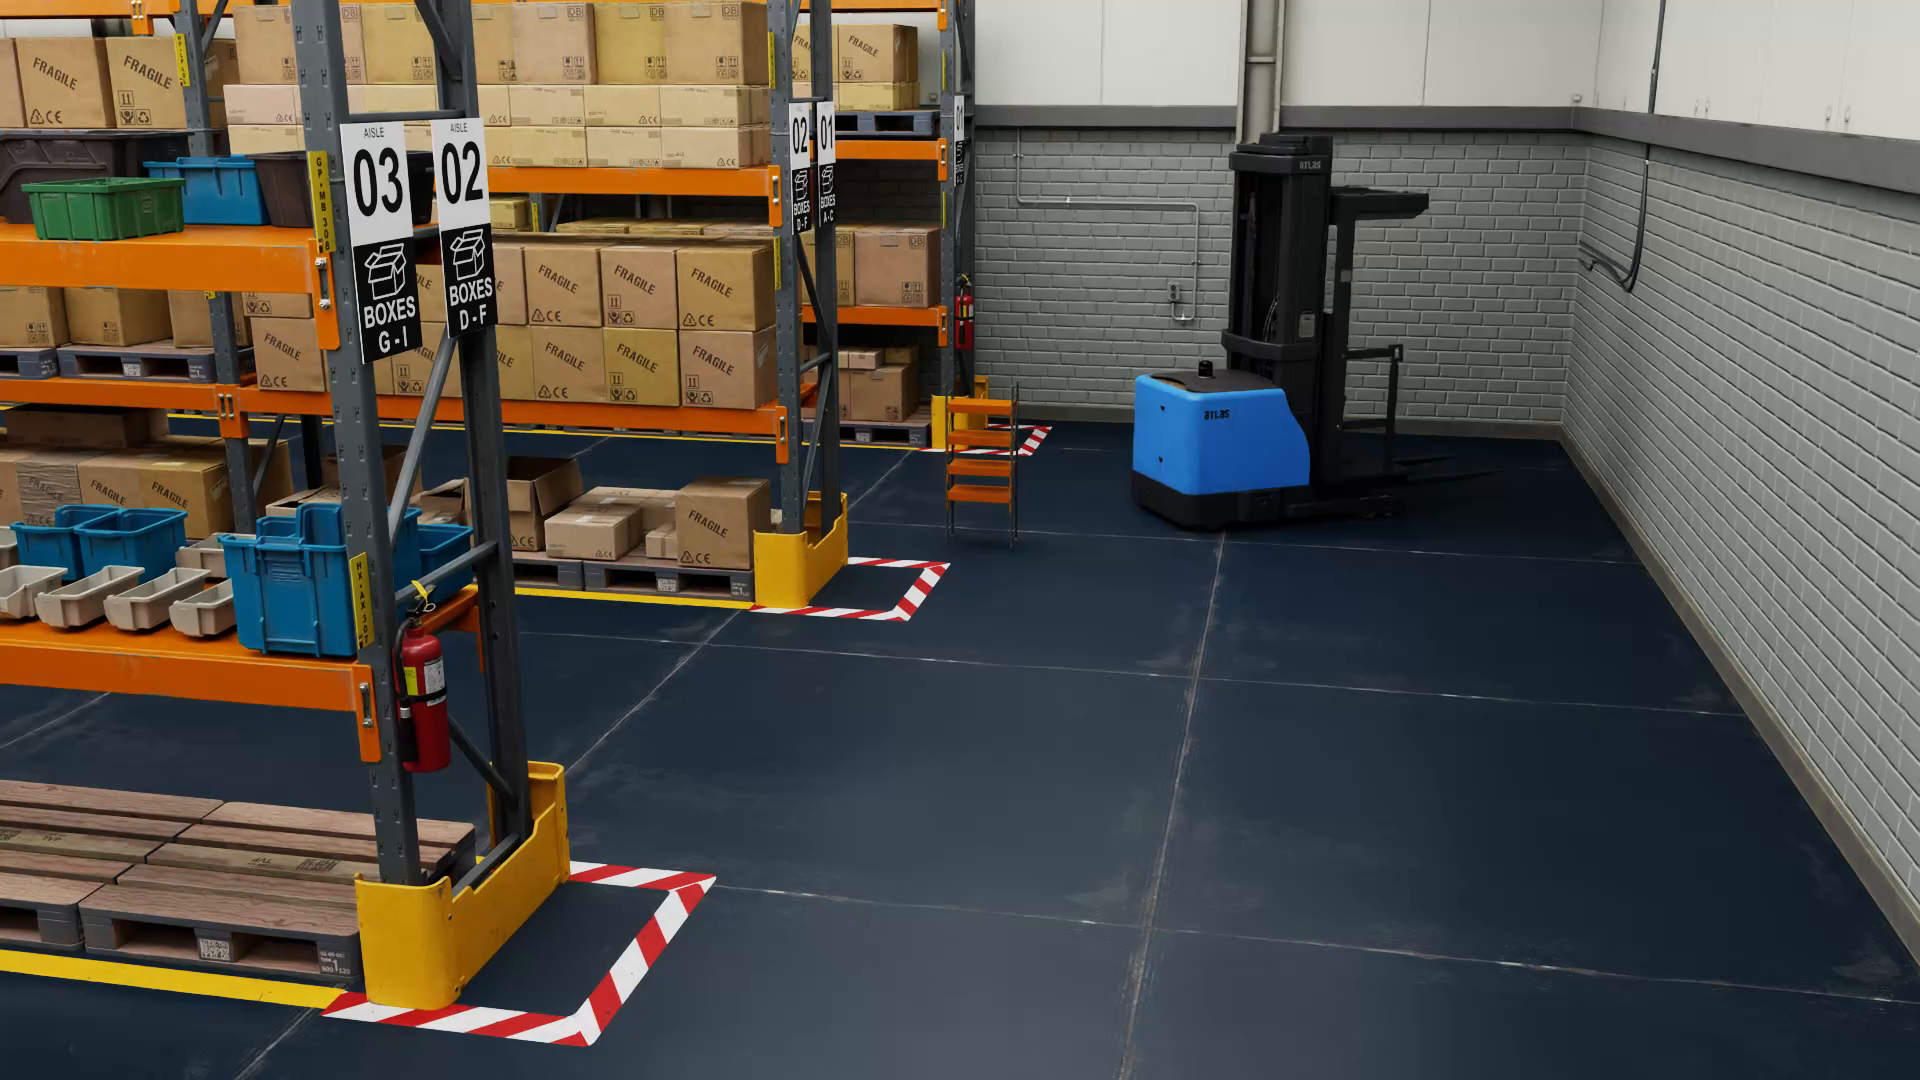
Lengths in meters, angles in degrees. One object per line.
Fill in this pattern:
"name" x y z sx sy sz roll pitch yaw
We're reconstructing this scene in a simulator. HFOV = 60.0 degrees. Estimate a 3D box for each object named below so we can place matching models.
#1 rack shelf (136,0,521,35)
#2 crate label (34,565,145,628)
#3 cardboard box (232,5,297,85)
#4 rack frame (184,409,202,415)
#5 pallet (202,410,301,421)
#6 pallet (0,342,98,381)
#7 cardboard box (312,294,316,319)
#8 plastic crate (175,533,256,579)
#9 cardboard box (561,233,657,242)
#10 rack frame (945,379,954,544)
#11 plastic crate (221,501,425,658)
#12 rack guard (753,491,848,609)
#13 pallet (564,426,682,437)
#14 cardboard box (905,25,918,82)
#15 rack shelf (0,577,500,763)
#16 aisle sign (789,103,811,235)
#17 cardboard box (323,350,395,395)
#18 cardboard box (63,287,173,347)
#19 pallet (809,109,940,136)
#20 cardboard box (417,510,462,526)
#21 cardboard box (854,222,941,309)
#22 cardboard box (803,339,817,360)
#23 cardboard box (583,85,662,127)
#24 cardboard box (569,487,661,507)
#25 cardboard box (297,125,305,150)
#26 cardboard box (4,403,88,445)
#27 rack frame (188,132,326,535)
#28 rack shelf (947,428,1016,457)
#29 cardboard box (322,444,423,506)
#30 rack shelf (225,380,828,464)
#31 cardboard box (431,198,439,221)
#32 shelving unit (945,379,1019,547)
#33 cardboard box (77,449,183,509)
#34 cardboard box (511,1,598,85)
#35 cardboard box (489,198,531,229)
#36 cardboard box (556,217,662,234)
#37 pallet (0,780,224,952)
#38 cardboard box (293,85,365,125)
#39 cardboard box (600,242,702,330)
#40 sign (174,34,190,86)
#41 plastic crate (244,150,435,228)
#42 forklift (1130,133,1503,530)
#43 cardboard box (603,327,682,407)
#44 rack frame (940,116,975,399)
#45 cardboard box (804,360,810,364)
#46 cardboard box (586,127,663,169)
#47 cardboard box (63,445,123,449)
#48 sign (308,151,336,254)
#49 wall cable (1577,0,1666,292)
"rack shelf" -5.896 -5.116 16.201 4.000 0.370 1.077 3 16 11
"crate label" -3.385 0.221 6.456 0.243 0.136 0.396 3 16 11
"cardboard box" -4.436 -3.321 11.184 0.500 0.500 0.700 3 16 11
"rack frame" -7.856 -2.871 17.236 0.127 3.000 1.000 3 16 11
"pallet" -7.099 -1.465 17.386 1.213 0.211 1.003 3 16 11
"pallet" -6.933 -1.380 12.214 1.213 0.211 1.003 3 16 11
"cardboard box" -4.008 -1.766 11.187 0.500 0.500 0.500 3 16 9
"plastic crate" -3.130 0.071 6.999 0.298 0.136 0.250 3 16 11
"cardboard box" -2.385 -1.825 11.402 0.500 0.500 0.500 3 16 12
"rack frame" -0.077 -0.582 12.347 0.015 1.200 0.240 3 16 11
"plastic crate" -2.356 0.132 6.219 0.499 0.435 0.616 3 16 11
"rack guard" -1.074 0.052 11.369 0.348 0.500 1.175 3 16 11
"pallet" -3.207 -1.253 16.620 1.213 0.211 1.003 3 16 11
"cardboard box" -0.684 -4.532 15.518 0.500 0.500 0.500 2 16 9
"rack shelf" -3.951 0.387 6.824 4.000 0.370 1.077 3 16 11
"aisle sign" -0.994 -2.318 10.371 0.004 0.787 0.394 3 16 11
"cardboard box" -3.972 -1.285 11.325 0.500 0.500 0.500 3 16 12
"cardboard box" -6.026 -1.716 12.094 0.500 0.500 0.700 6 16 20
"pallet" -0.746 -3.885 15.444 1.213 0.211 1.003 3 16 11
"cardboard box" -3.702 -0.086 11.667 0.250 0.166 0.380 3 16 11
"cardboard box" -0.518 -2.614 15.748 0.700 0.700 0.980 4 16 14
"cardboard box" -1.551 -1.866 16.289 0.250 0.149 0.380 3 16 12
"cardboard box" -2.044 -2.750 10.527 0.500 0.250 0.500 3 16 11
"cardboard box" -2.456 -0.192 11.894 0.500 0.250 0.500 3 16 11
"cardboard box" -4.003 -2.617 10.982 0.500 0.250 0.500 3 16 11
"cardboard box" -6.817 -0.900 12.575 0.500 0.250 0.500 3 16 10
"rack frame" -4.920 -1.362 11.789 0.127 3.000 1.000 3 16 11
"rack shelf" 0.162 -0.720 12.258 0.480 0.148 0.258 3 16 11
"cardboard box" -4.305 -0.413 12.223 0.500 0.500 0.500 3 16 11
"rack shelf" -2.960 -0.909 11.501 4.000 0.370 1.077 3 16 11
"cardboard box" -4.944 -3.208 16.268 0.500 0.250 0.500 3 16 12
"shelving unit" 0.162 -0.569 12.300 0.503 1.200 0.258 3 16 11
"cardboard box" -5.943 -0.349 11.991 0.500 0.500 0.500 3 16 11
"cardboard box" -2.491 -3.195 10.728 0.500 0.500 0.700 3 16 11
"cardboard box" -4.445 -3.178 16.160 0.500 0.250 0.500 4 16 12
"cardboard box" -3.408 -2.769 16.308 0.700 0.700 0.980 3 16 12
"pallet" -3.983 1.371 7.147 1.213 0.211 1.003 3 16 11
"cardboard box" -4.002 -2.859 10.920 0.500 0.250 0.500 3 16 11
"cardboard box" -1.986 -1.657 10.796 0.500 0.500 0.500 4 16 13
"sign" -5.027 -3.101 10.742 0.005 0.325 0.100 3 16 11
"plastic crate" -2.313 -1.329 6.298 0.590 0.269 0.497 3 16 11
"forklift" 2.950 -1.711 13.179 3.031 2.935 1.130 -6 16 -20
"cardboard box" -2.002 -1.176 10.933 0.500 0.500 0.500 3 16 12
"rack frame" -0.017 -2.445 15.700 0.127 3.000 1.000 3 16 11
"cardboard box" -1.706 -1.507 16.209 0.500 0.500 0.700 3 16 9
"cardboard box" -2.044 -2.510 10.597 0.500 0.250 0.500 3 16 11
"cardboard box" -6.358 -0.513 12.582 0.500 0.500 0.500 3 16 12
"sign" -2.084 -1.104 5.435 0.005 0.325 0.100 3 16 11
"wall cable" 5.455 -3.445 13.890 0.112 2.526 3.097 3 16 11
